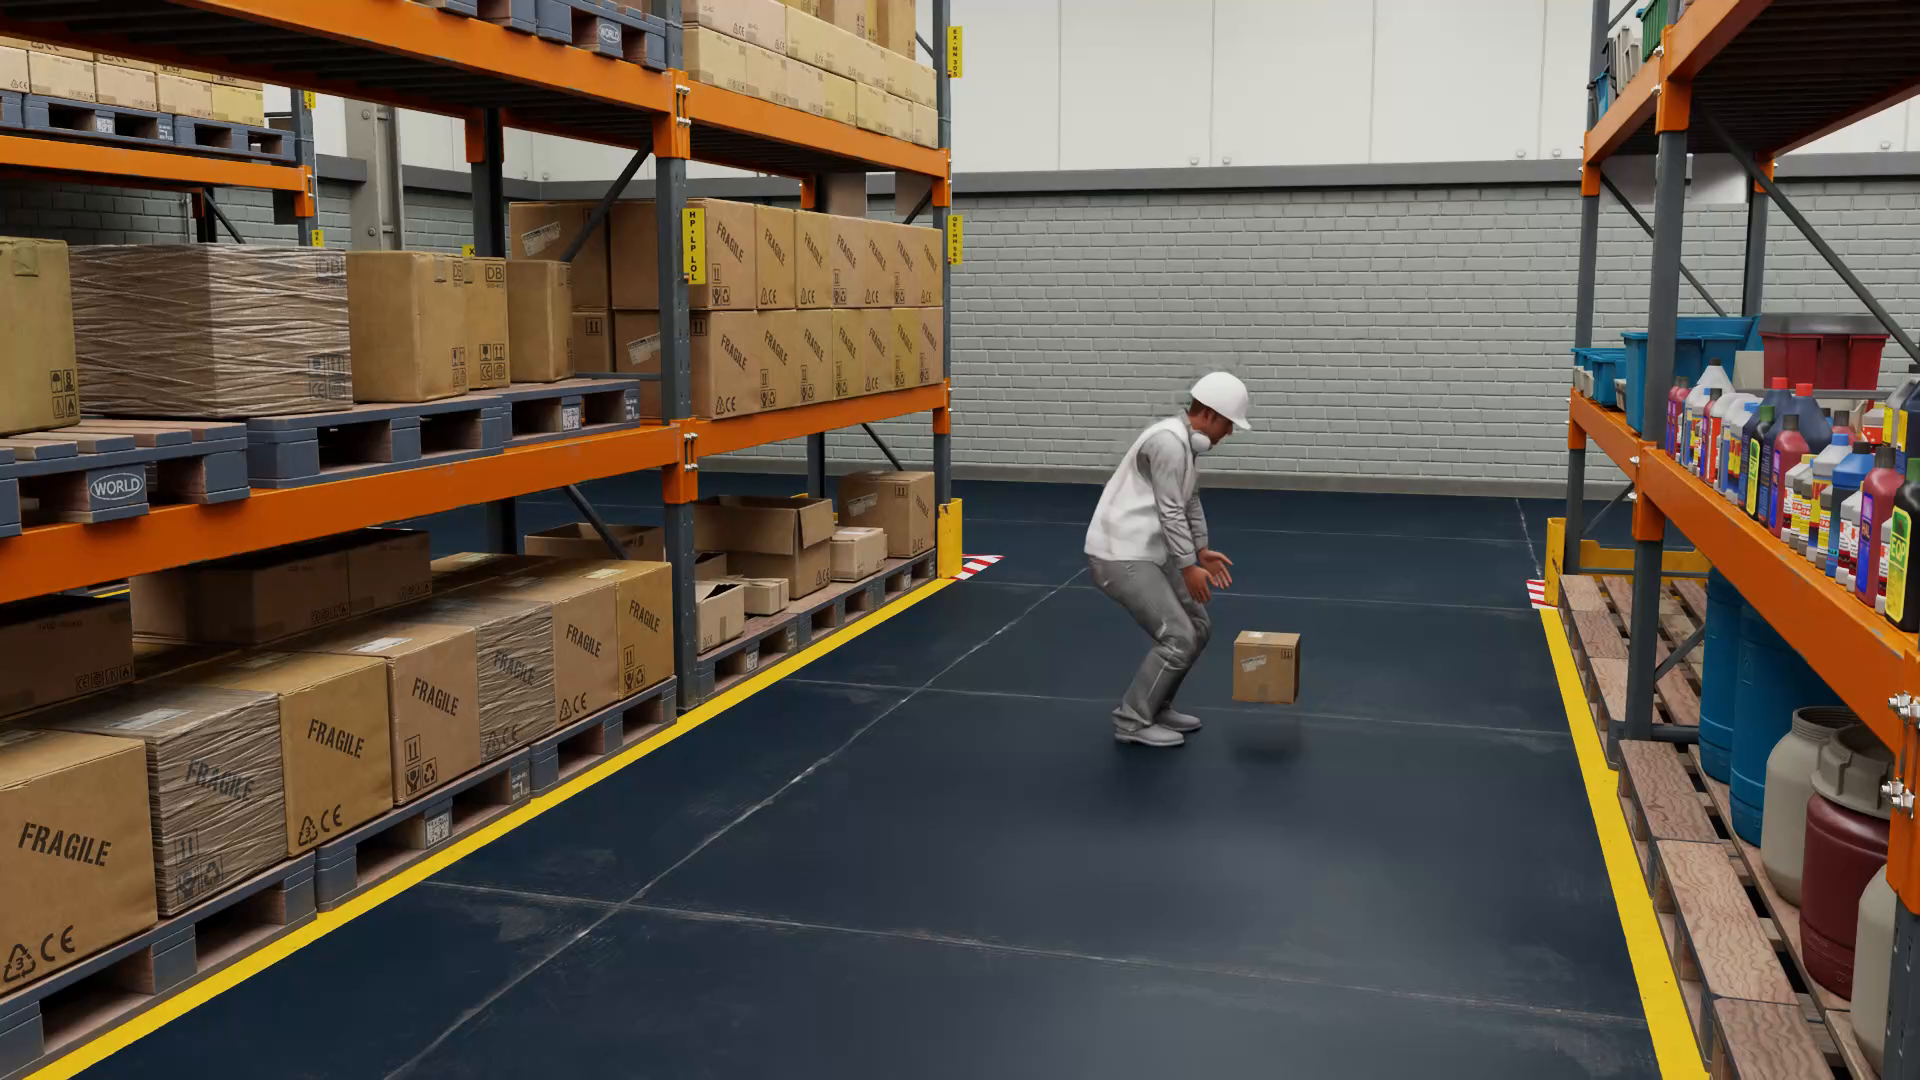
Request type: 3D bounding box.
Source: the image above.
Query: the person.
[{"bbox_3d":[0.802,0.112,7.056,0.524,1.345,0.484,2,9,17],"label":"person"}]
